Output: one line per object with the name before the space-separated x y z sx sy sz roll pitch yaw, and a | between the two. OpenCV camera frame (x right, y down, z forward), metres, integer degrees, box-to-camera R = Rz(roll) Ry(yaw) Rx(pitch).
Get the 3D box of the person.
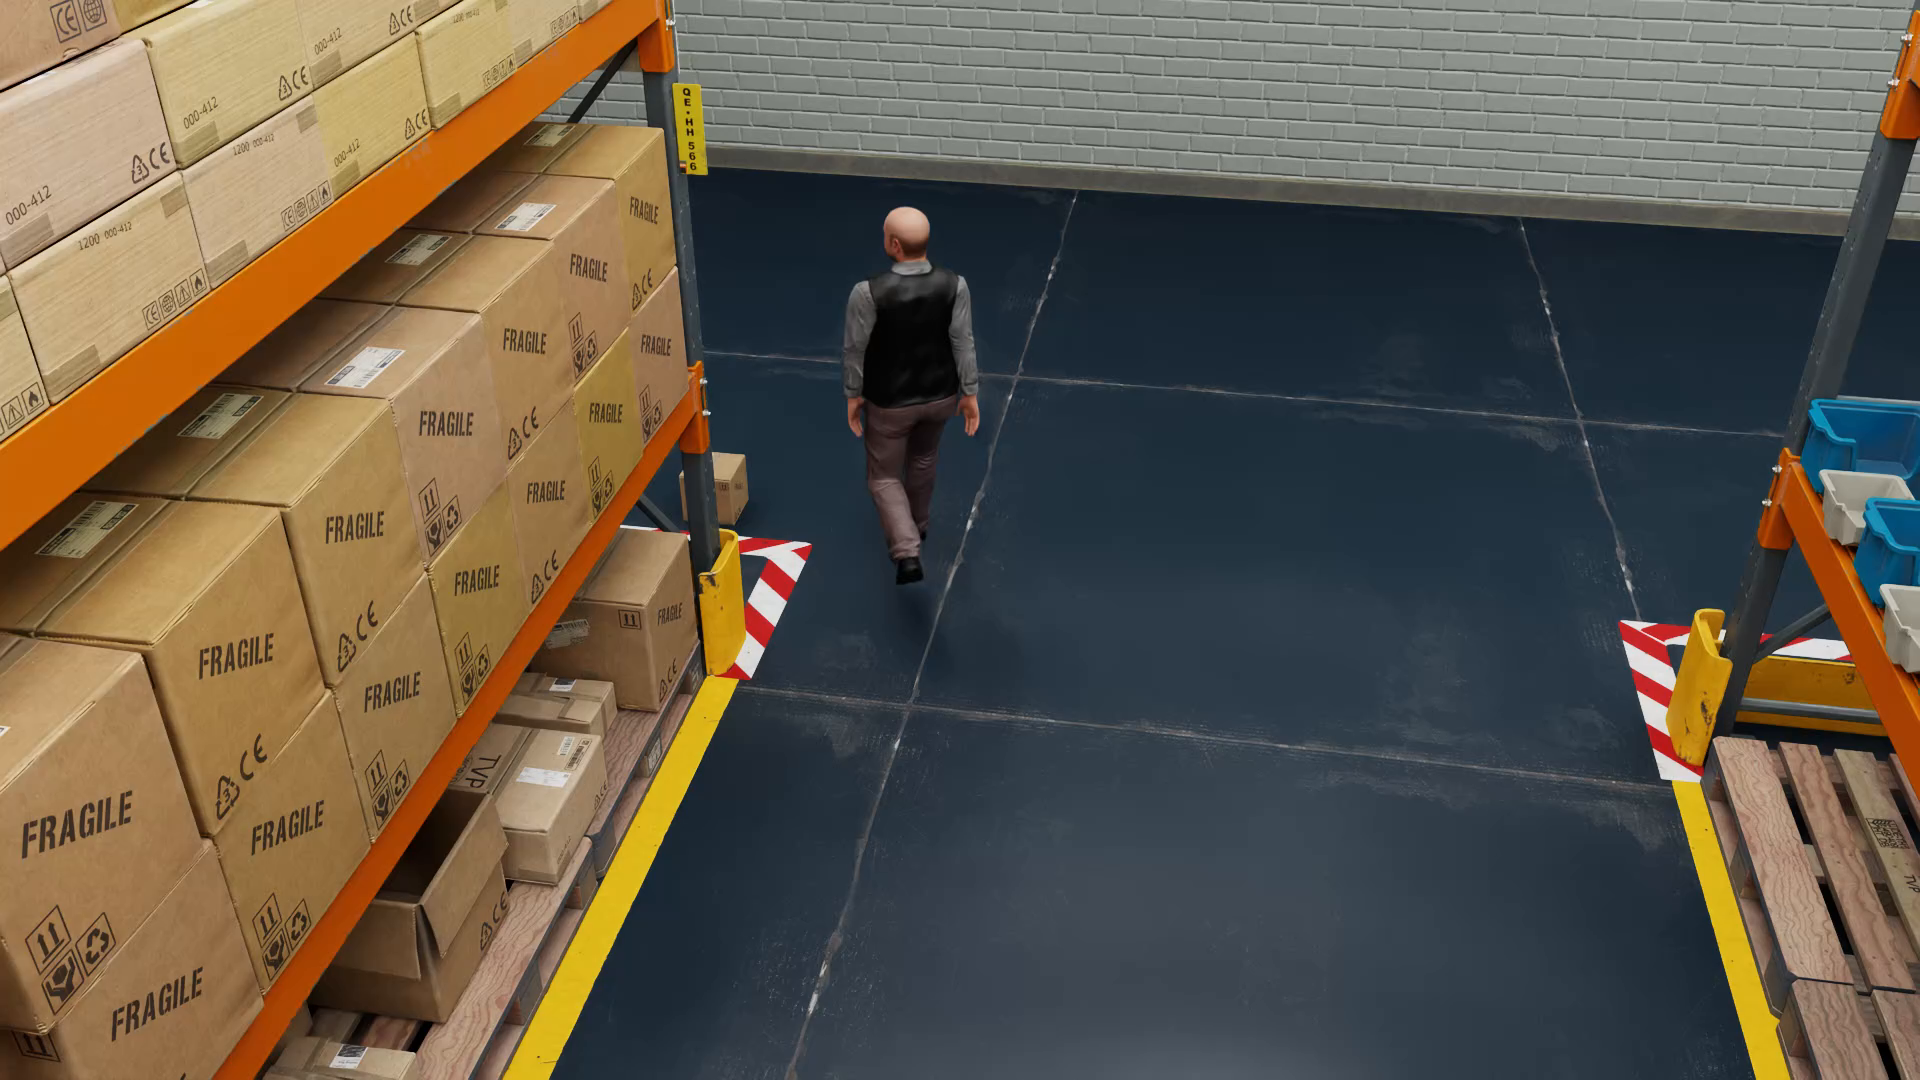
person | -0.217 -0.613 7.152 0.572 1.697 0.906 -10 33 -15
